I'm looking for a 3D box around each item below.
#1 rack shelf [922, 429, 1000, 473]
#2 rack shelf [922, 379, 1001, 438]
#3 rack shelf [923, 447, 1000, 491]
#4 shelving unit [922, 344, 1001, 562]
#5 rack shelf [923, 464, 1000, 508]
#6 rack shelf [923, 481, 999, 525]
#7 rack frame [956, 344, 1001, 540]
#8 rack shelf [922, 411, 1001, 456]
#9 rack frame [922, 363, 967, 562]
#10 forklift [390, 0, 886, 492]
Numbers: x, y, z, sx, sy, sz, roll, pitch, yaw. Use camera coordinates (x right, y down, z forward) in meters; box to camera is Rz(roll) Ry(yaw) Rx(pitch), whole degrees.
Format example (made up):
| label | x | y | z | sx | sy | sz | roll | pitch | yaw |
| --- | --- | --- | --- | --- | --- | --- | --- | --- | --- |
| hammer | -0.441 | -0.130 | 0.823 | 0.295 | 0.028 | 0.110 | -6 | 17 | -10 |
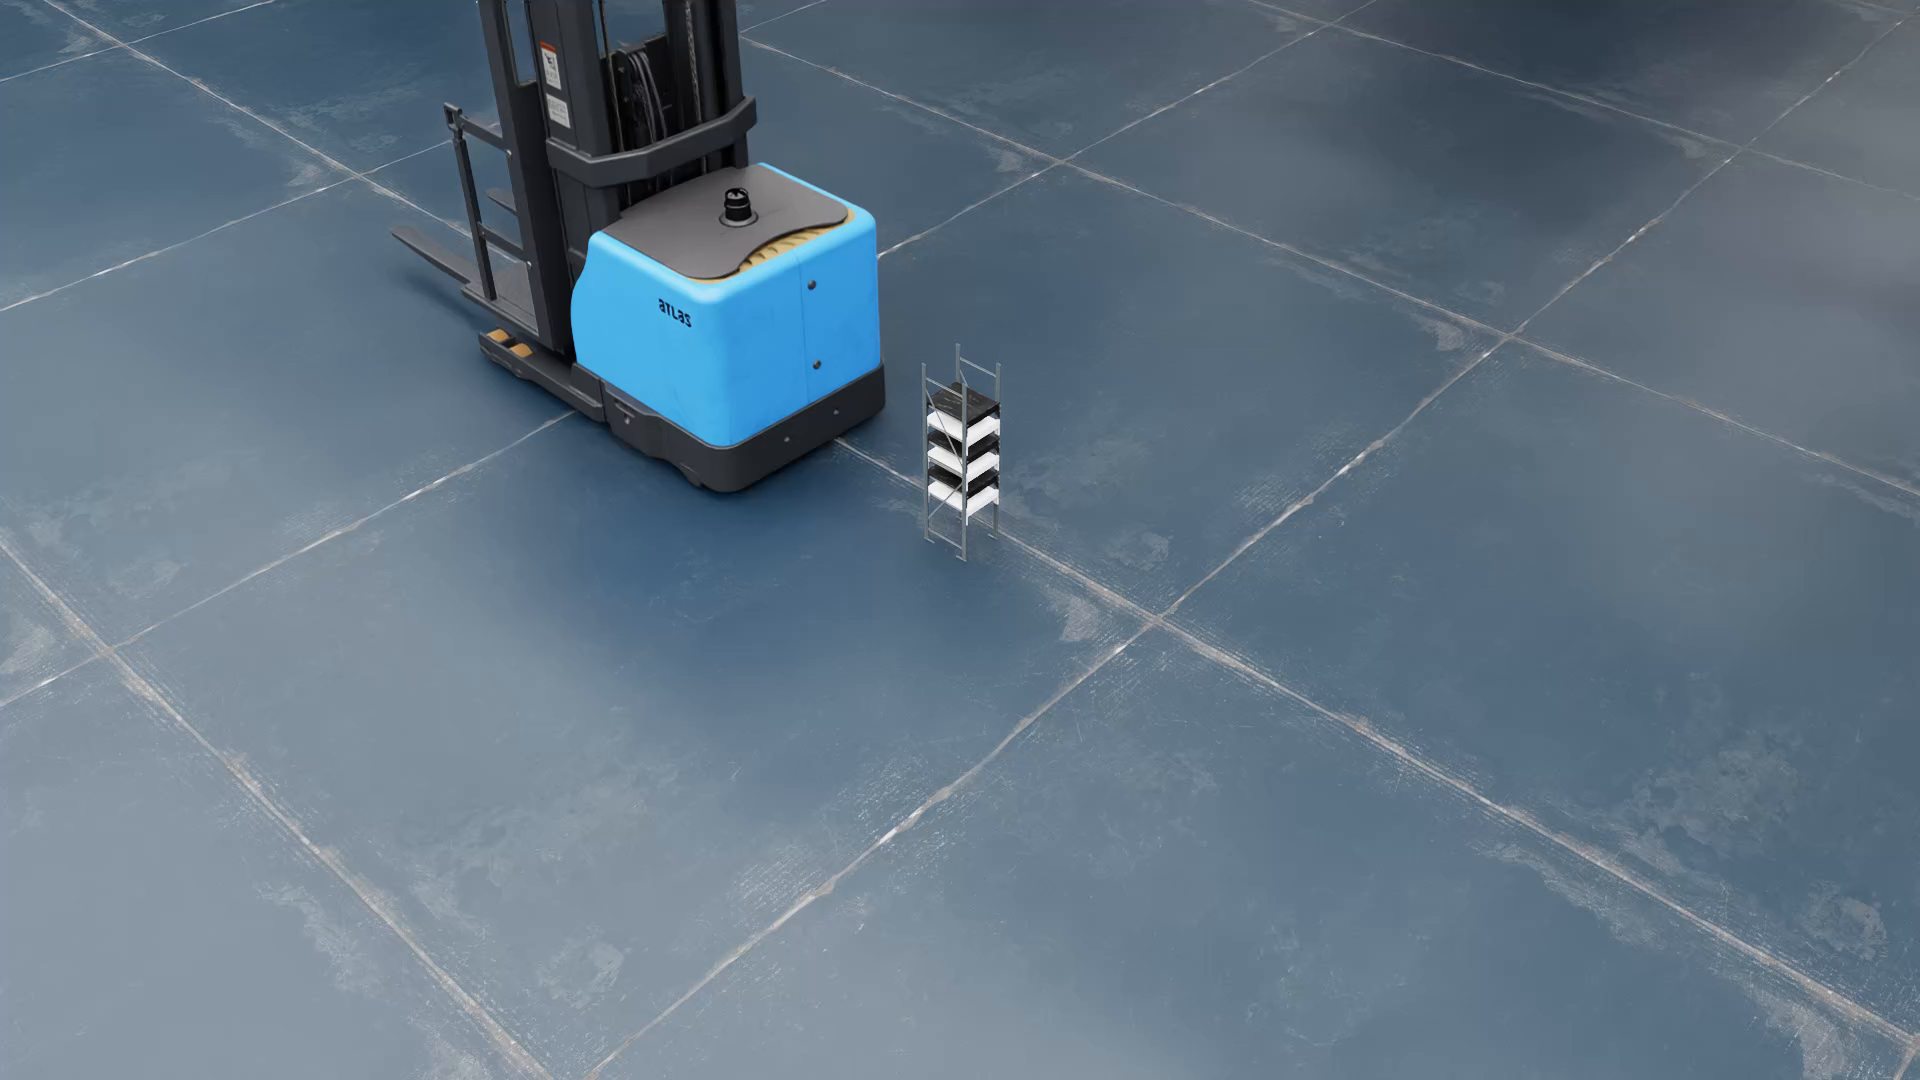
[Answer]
| label | x | y | z | sx | sy | sz | roll | pitch | yaw |
| --- | --- | --- | --- | --- | --- | --- | --- | --- | --- |
| rack shelf | 0.005 | -0.400 | 6.939 | 0.258 | 0.077 | 0.200 | 30 | 47 | 32 |
| rack shelf | 0.005 | -0.541 | 6.827 | 0.258 | 0.077 | 0.200 | 30 | 47 | 32 |
| rack shelf | 0.005 | -0.330 | 6.995 | 0.258 | 0.077 | 0.200 | 30 | 47 | 32 |
| shelving unit | 0.005 | -0.356 | 6.975 | 0.258 | 0.900 | 0.210 | 30 | 47 | 32 |
| rack shelf | 0.005 | -0.259 | 7.051 | 0.258 | 0.077 | 0.200 | 30 | 47 | 32 |
| rack shelf | 0.005 | -0.189 | 7.107 | 0.258 | 0.077 | 0.200 | 30 | 47 | 32 |
| rack frame | 0.074 | -0.403 | 7.033 | 0.240 | 0.900 | 0.006 | 30 | 47 | 32 |
| rack shelf | 0.005 | -0.471 | 6.883 | 0.258 | 0.077 | 0.200 | 30 | 47 | 32 |
| rack frame | -0.063 | -0.309 | 6.916 | 0.240 | 0.900 | 0.006 | 30 | 47 | 32 |
| forklift | -1.769 | -2.161 | 7.613 | 3.031 | 2.935 | 1.130 | 31 | 48 | 33 |
